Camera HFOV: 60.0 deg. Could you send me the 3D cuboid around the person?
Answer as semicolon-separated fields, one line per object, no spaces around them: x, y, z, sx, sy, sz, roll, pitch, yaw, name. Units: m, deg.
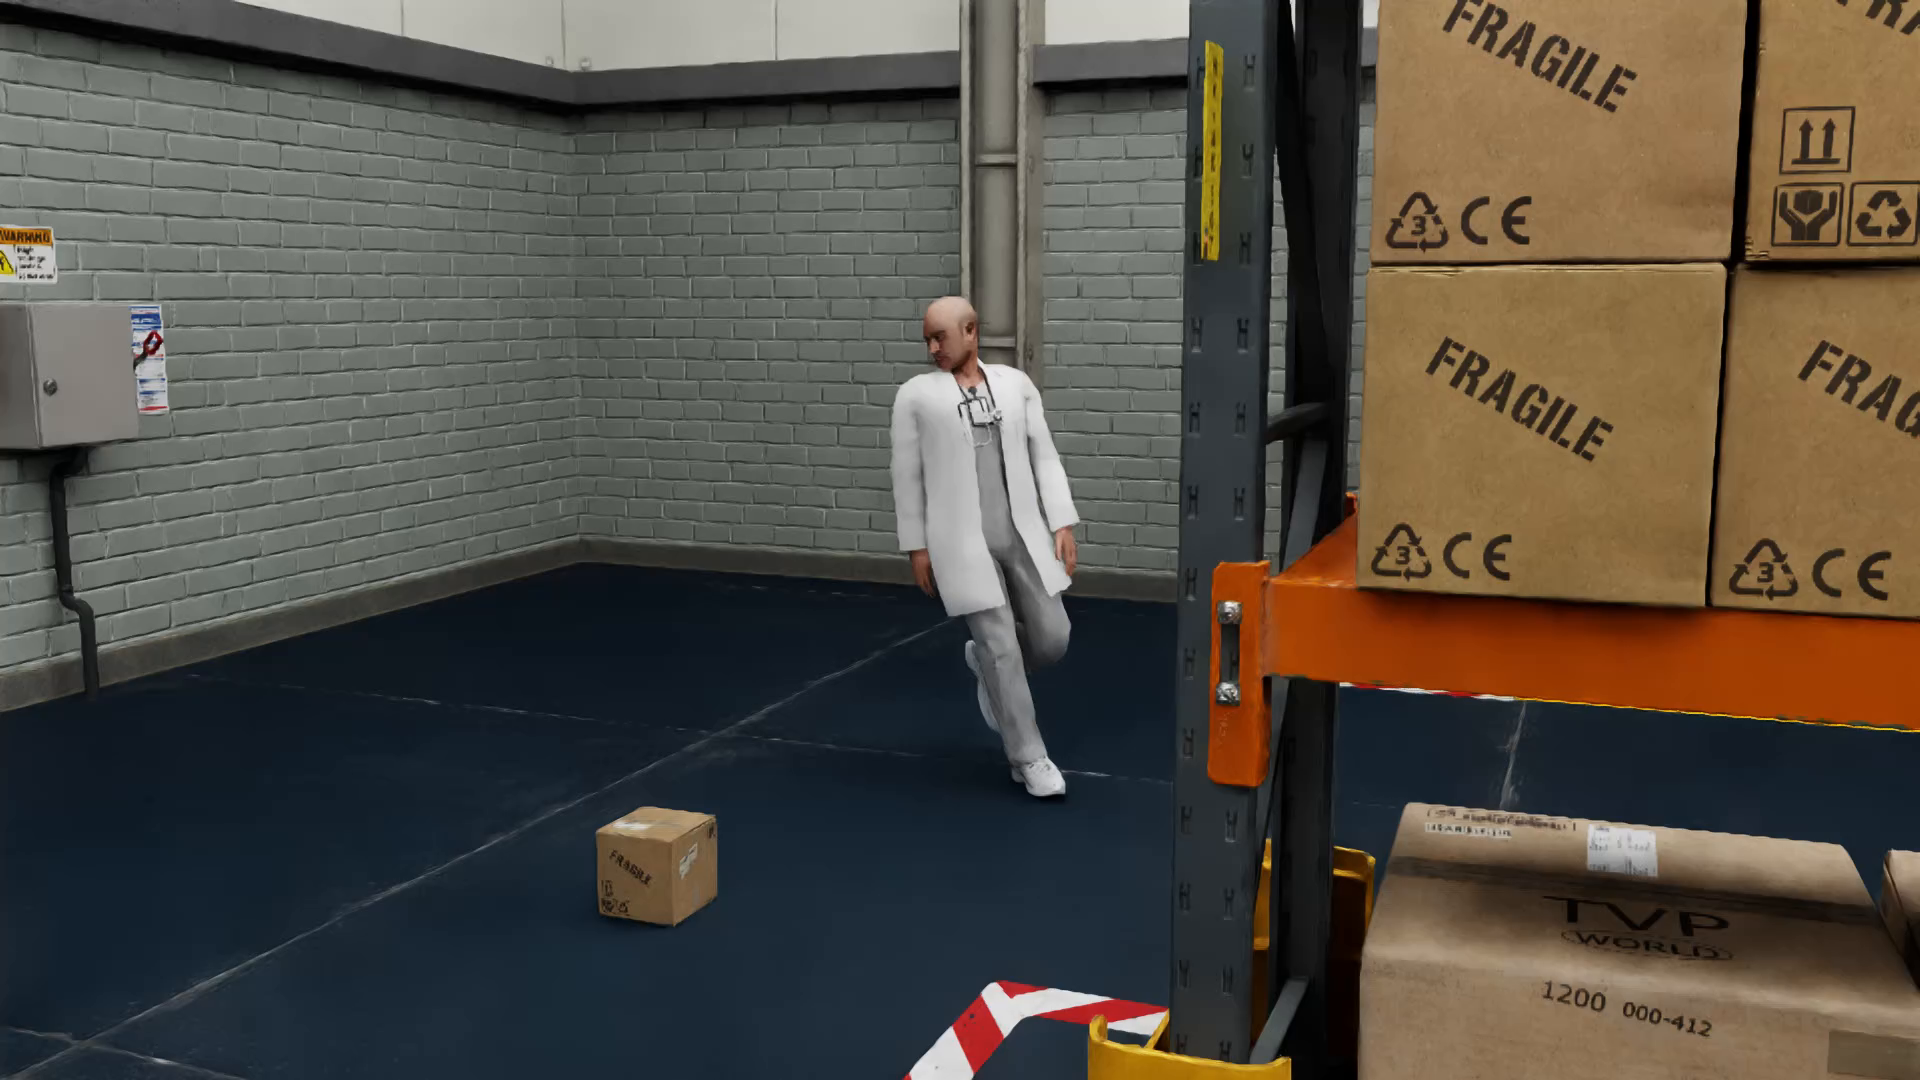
0.090;0.005;5.946;0.646;1.739;0.777;-3;9;-20;person
